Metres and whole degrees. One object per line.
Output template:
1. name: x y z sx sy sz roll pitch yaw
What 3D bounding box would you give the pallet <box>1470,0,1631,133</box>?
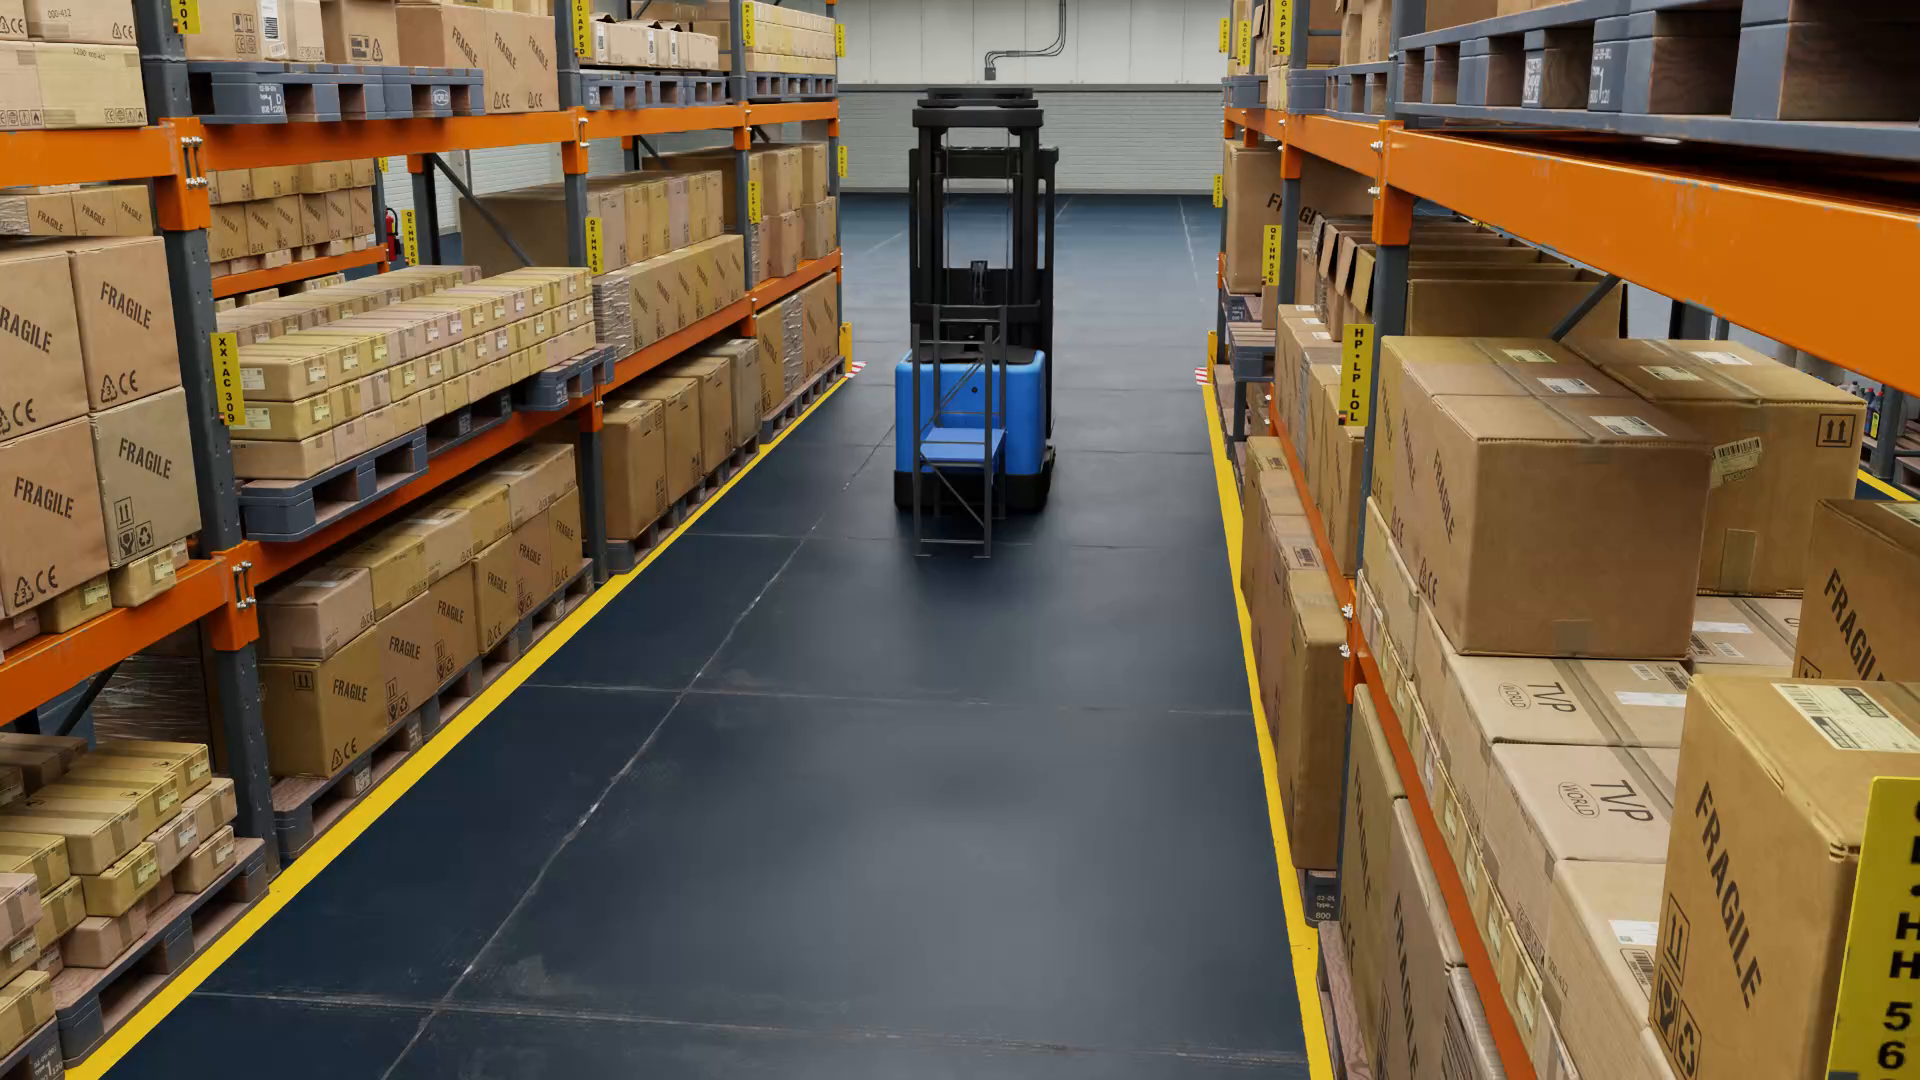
1. pallet: 1.558 -0.866 3.041 1.003 0.211 1.213 2 15 6

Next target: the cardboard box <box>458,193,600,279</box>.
1. cardboard box: -2.604 -1.845 10.132 0.700 0.500 0.500 2 15 6

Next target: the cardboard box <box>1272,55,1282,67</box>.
1. cardboard box: 2.105 -3.028 9.716 0.500 0.500 0.500 2 15 6

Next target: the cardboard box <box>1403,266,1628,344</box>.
1. cardboard box: 1.865 -0.687 5.841 0.797 0.503 0.637 1 15 5

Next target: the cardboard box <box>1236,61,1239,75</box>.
1. cardboard box: 2.730 -4.339 15.239 0.380 0.149 0.250 2 15 6

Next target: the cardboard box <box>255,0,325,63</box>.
1. cardboard box: -2.808 -1.990 6.395 0.500 0.311 0.500 1 15 5

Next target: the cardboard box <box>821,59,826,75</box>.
1. cardboard box: -1.520 -4.622 16.249 0.380 0.149 0.250 2 15 7

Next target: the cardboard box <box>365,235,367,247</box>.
1. cardboard box: -6.521 -3.168 17.612 0.380 0.149 0.250 2 15 8

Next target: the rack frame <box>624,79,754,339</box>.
1. rack frame: -2.213 -2.235 13.682 1.000 3.000 0.127 2 15 6

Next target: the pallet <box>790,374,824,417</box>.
1. pallet: -1.914 -1.401 15.941 1.003 0.211 1.213 2 15 6

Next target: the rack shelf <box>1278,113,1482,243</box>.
1. rack shelf: 2.027 -1.608 6.992 1.077 0.370 4.000 2 15 6

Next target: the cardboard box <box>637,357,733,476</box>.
1. cardboard box: -2.306 -0.938 12.391 1.050 0.750 0.750 2 15 6

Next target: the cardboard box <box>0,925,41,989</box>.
1. cardboard box: -3.001 1.230 4.954 0.380 0.149 0.250 2 15 8

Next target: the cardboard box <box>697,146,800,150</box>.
1. cardboard box: -2.011 -3.485 15.947 0.875 0.550 0.550 2 15 6

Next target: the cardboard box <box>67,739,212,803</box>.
1. cardboard box: -2.897 0.826 5.879 0.380 0.149 0.250 2 15 8

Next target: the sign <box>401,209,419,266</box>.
1. sign: -3.216 -1.772 9.752 0.100 0.325 0.005 2 15 6

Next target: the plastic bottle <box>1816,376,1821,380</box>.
1. plastic bottle: 7.524 -1.300 14.607 0.097 0.271 0.097 0 15 0

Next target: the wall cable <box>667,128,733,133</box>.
1. wall cable: -7.567 -13.287 49.008 3.097 2.526 0.112 2 15 6

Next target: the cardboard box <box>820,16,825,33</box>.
1. cardboard box: -1.521 -5.007 16.143 0.380 0.149 0.250 2 15 7

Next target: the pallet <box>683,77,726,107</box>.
1. pallet: -2.268 -3.352 12.431 0.805 0.209 1.217 1 15 4

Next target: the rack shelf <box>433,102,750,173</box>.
1. rack shelf: -2.439 -2.817 11.466 1.077 0.370 4.000 2 15 6

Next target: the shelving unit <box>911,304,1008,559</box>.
1. shelving unit: 0.010 -0.746 11.048 0.538 1.500 1.048 2 15 6

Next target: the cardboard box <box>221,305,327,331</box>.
1. cardboard box: -3.117 -0.977 7.566 0.380 0.149 0.250 1 15 4

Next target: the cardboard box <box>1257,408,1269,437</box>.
1. cardboard box: 2.478 -0.642 11.735 0.700 0.500 0.500 0 15 1

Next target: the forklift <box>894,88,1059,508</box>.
1. forklift: 0.187 -1.973 12.844 1.130 2.935 3.031 1 15 5

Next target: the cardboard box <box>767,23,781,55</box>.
1. cardboard box: -1.824 -4.255 14.126 0.500 0.250 0.500 2 15 6

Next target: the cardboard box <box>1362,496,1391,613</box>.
1. cardboard box: 1.488 0.055 4.930 0.500 0.250 0.500 1 15 5

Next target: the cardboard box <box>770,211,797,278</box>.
1. cardboard box: -1.966 -2.684 15.053 0.875 0.550 0.550 2 15 6

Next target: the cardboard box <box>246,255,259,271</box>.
1. cardboard box: -6.751 -2.576 15.423 0.380 0.149 0.250 2 15 6

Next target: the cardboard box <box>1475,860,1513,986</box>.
1. cardboard box: 1.205 0.736 3.174 0.380 0.149 0.250 2 15 6

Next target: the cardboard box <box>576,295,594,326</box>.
1. cardboard box: -2.268 -1.281 9.261 0.380 0.149 0.250 2 15 7

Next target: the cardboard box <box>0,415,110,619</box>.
1. cardboard box: -2.949 -0.084 4.964 0.500 0.500 0.500 1 15 5

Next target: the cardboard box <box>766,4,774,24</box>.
1. cardboard box: -1.778 -4.414 13.951 0.380 0.149 0.250 2 15 6

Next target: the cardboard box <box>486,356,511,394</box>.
1. cardboard box: -2.413 -0.805 8.071 0.380 0.149 0.250 2 15 8

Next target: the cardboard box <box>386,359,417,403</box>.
1. cardboard box: -2.530 -0.676 7.022 0.380 0.149 0.250 1 15 4

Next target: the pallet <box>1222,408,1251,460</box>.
1. pallet: 2.744 -0.892 14.057 1.003 0.211 1.213 2 15 6

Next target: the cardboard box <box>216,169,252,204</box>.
1. cardboard box: -6.798 -3.269 14.828 0.700 0.500 0.500 2 15 7

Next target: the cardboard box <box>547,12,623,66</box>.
1. cardboard box: -2.364 -3.035 10.068 0.500 0.311 0.500 2 15 6

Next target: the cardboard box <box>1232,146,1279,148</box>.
1. cardboard box: 2.594 -3.122 14.284 0.500 0.500 0.500 2 15 6

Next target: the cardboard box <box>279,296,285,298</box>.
1. cardboard box: -6.642 -2.148 16.386 0.500 0.500 0.500 1 15 5

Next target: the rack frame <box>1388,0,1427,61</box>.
1. rack frame: 1.801 -2.884 4.589 1.000 3.000 0.127 2 15 6

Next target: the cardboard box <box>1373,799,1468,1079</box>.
1. cardboard box: 1.546 1.237 4.107 0.875 0.875 0.875 2 15 6

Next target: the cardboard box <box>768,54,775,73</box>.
1. cardboard box: -1.777 -4.029 14.056 0.380 0.149 0.250 2 15 6

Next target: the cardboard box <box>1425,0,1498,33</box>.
1. cardboard box: 1.857 -1.838 5.470 0.700 0.500 0.500 2 15 8

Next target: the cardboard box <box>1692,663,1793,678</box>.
1. cardboard box: 1.838 0.461 3.429 0.500 0.250 0.500 1 15 5

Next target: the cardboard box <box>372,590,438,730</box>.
1. cardboard box: -2.711 0.522 7.468 0.500 0.500 0.500 2 15 9

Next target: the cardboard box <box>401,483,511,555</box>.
1. cardboard box: -2.600 -0.108 8.363 0.500 0.250 0.500 2 15 8

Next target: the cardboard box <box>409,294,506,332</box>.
1. cardboard box: -2.412 -1.091 7.986 0.380 0.149 0.250 2 15 9

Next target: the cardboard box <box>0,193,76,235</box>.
1. cardboard box: -7.086 -2.361 12.580 0.500 0.500 0.500 2 15 8

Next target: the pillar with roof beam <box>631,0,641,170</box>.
1. pillar with roof beam: -4.935 -13.934 45.452 9.100 9.000 0.400 2 15 6

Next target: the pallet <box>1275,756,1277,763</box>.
1. pallet: 1.948 0.838 7.658 1.003 0.211 1.213 2 15 6

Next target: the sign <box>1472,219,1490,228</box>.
1. sign: 2.804 -1.569 9.000 0.100 0.325 0.005 2 15 6
